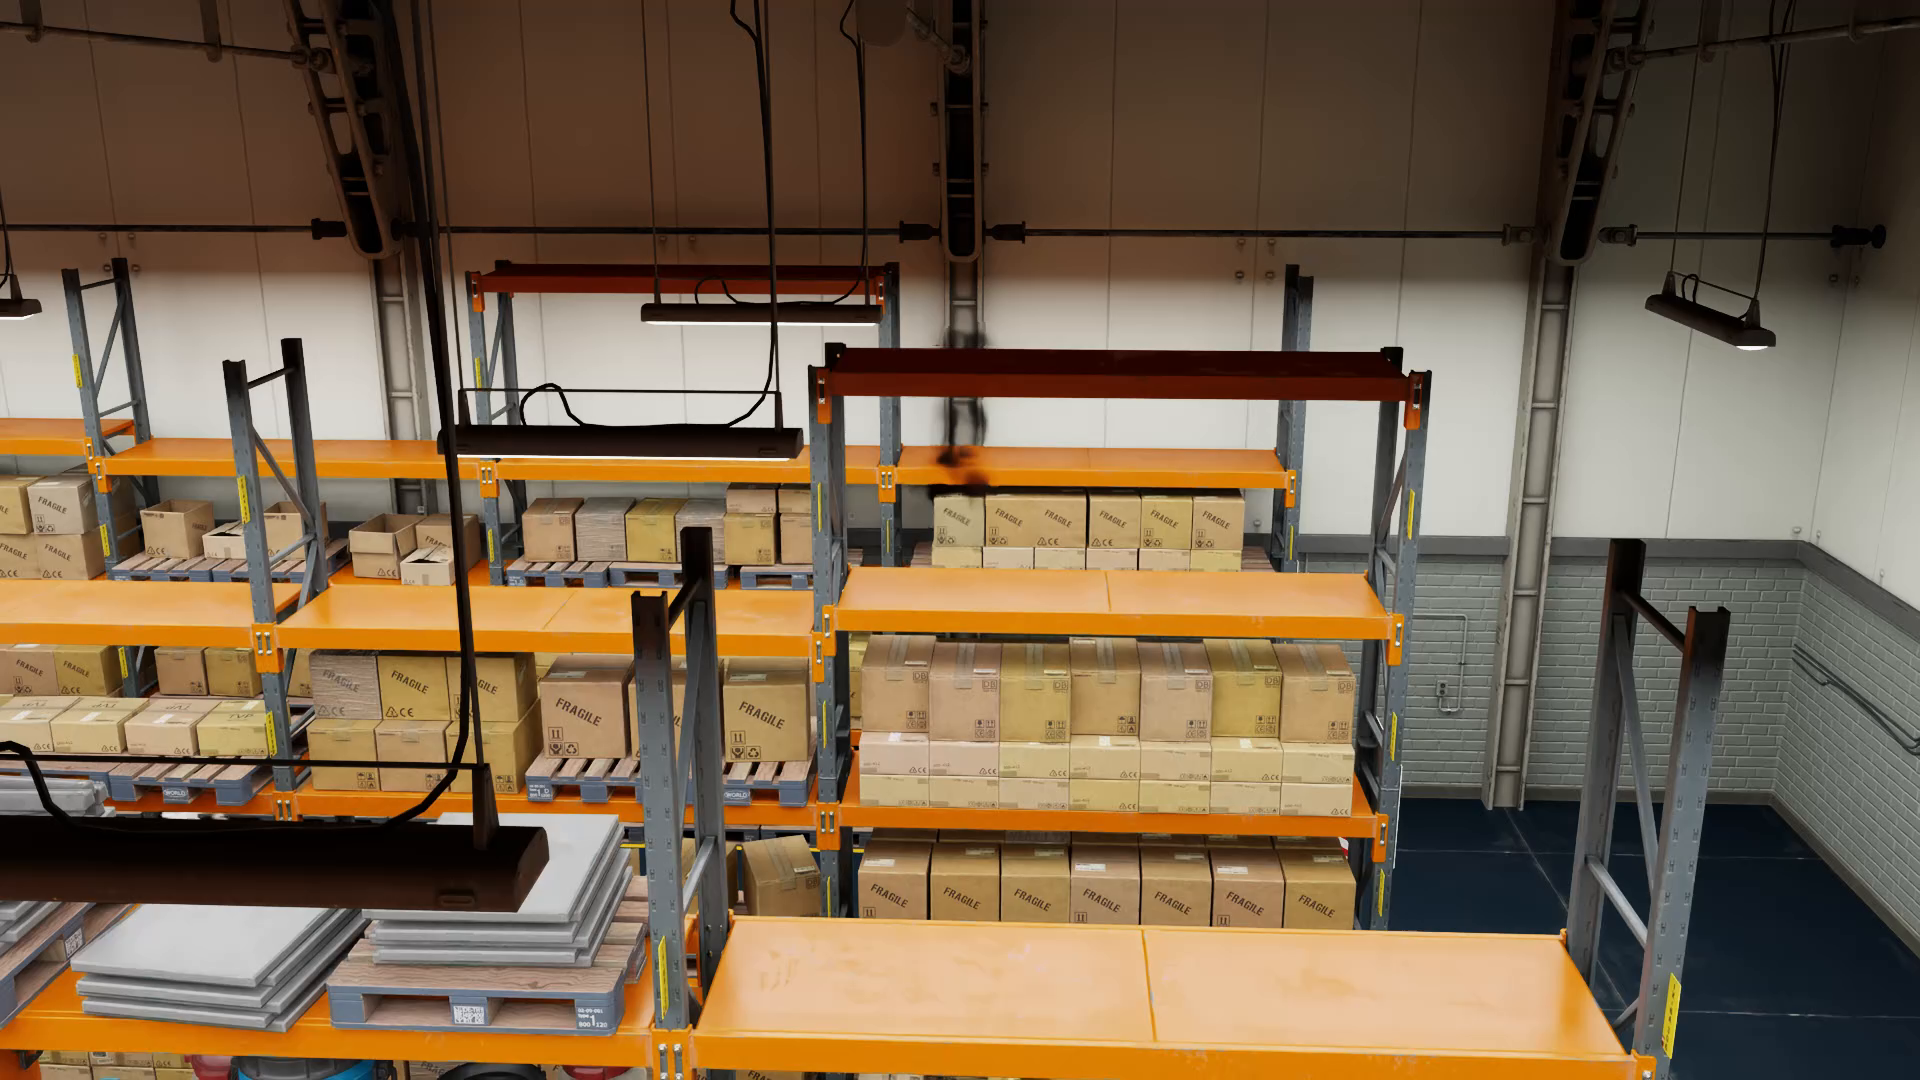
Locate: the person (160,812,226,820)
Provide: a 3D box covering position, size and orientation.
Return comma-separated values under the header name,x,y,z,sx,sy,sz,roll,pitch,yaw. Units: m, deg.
name,x,y,z,sx,sy,sz,roll,pitch,yaw
person,-7.044,3.003,15.260,0.778,1.706,0.697,-2,16,-8
